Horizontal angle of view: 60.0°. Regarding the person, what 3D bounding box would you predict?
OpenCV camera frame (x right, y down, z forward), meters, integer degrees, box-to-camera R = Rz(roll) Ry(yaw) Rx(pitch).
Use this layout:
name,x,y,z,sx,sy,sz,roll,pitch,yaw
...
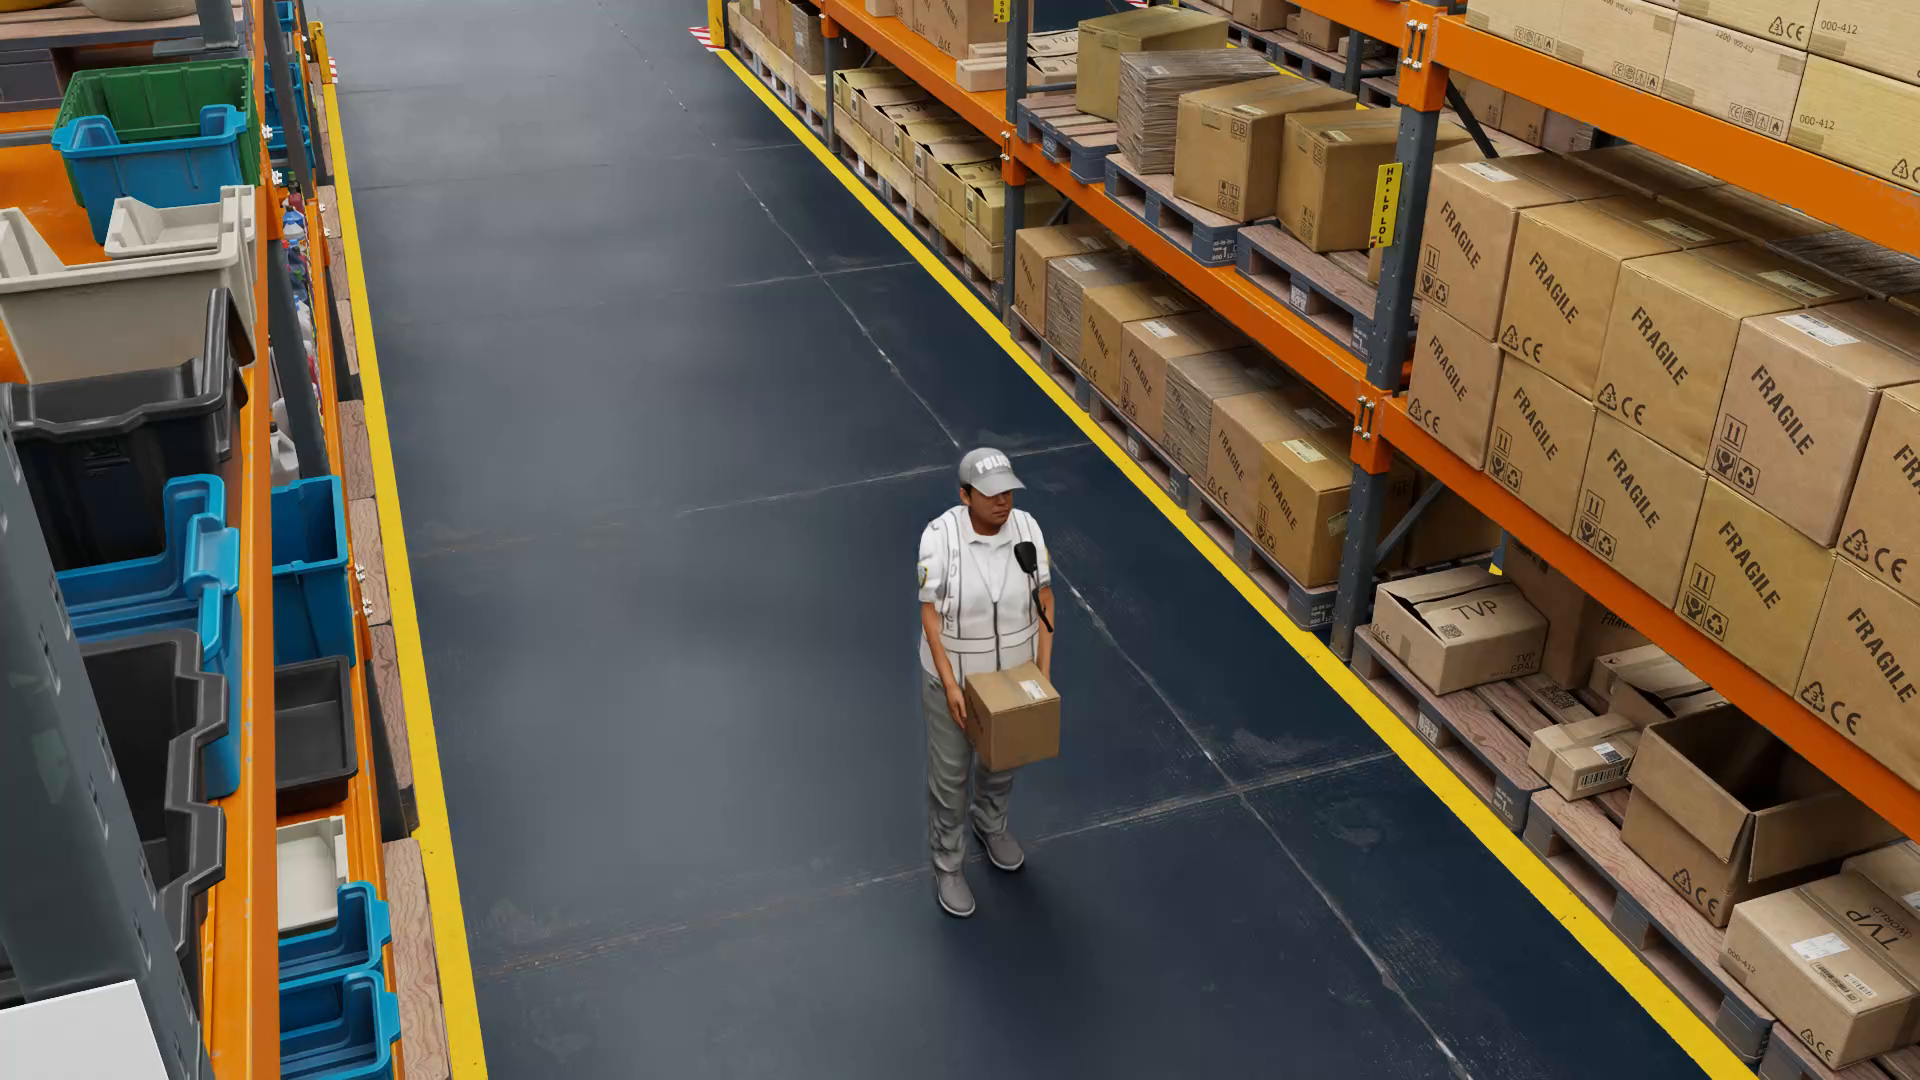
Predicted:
name,x,y,z,sx,sy,sz,roll,pitch,yaw
person,0.107,0.479,5.783,0.502,1.671,0.512,-11,32,-18
